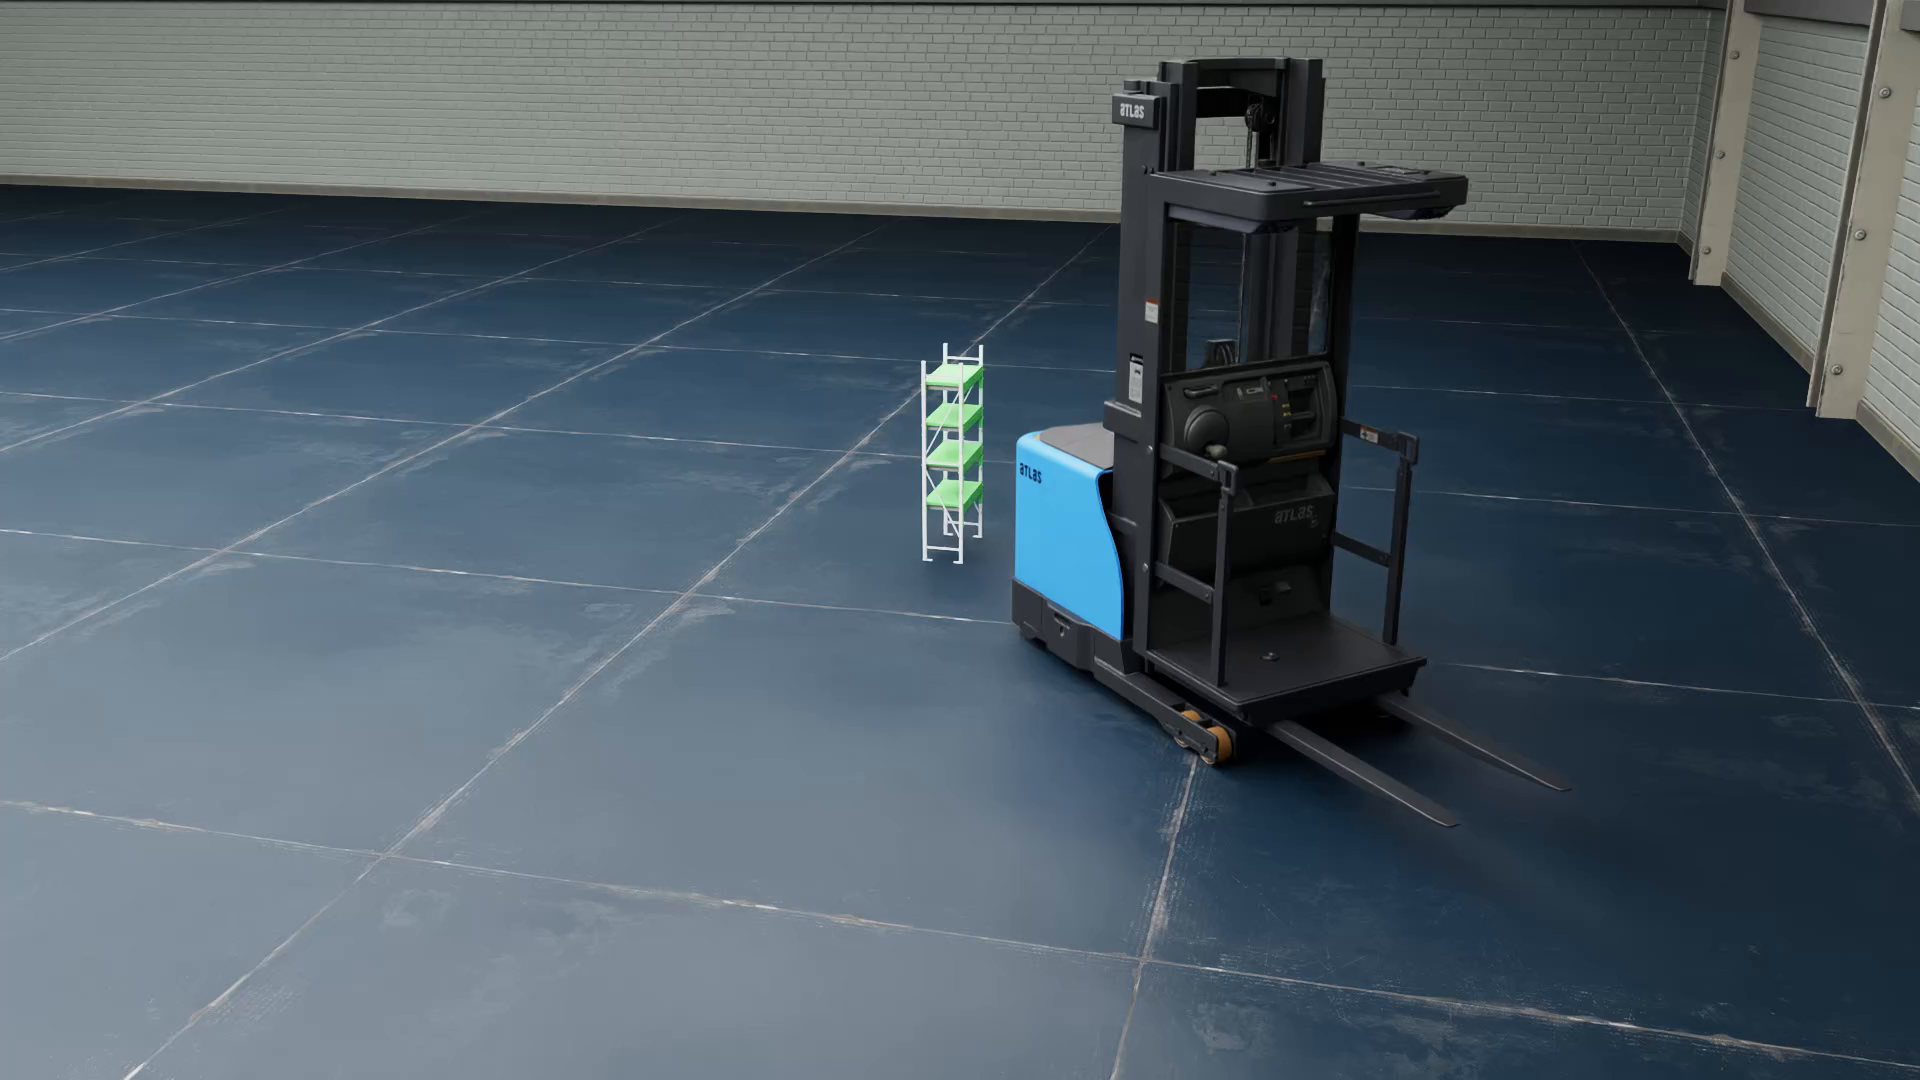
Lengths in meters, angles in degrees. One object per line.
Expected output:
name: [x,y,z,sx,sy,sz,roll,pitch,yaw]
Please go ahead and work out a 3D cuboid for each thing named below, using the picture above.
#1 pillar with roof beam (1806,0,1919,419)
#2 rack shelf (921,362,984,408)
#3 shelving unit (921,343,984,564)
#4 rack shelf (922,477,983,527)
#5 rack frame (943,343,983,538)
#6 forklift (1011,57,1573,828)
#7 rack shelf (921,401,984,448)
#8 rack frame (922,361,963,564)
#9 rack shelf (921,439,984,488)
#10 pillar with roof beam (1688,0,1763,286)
pillar with roof beam: [2.726,-5.610,12.690,9.100,9.000,0.400,5,19,13]
rack shelf: [-0.040,-0.910,9.707,0.258,0.148,0.480,5,19,13]
shelving unit: [-0.040,-0.516,9.842,0.258,1.200,0.503,5,19,13]
rack shelf: [-0.040,-0.228,9.940,0.258,0.148,0.480,5,19,13]
rack frame: [0.019,-0.592,10.066,0.240,1.200,0.015,5,19,13]
forklift: [1.420,-0.568,7.315,1.130,2.935,3.031,-10,21,-27]
rack shelf: [-0.040,-0.683,9.785,0.258,0.148,0.480,5,19,13]
rack frame: [-0.100,-0.439,9.618,0.240,1.200,0.015,5,19,13]
rack shelf: [-0.040,-0.455,9.862,0.258,0.148,0.480,5,19,13]
pillar with roof beam: [4.192,-7.491,18.196,9.100,9.000,0.400,5,19,13]
